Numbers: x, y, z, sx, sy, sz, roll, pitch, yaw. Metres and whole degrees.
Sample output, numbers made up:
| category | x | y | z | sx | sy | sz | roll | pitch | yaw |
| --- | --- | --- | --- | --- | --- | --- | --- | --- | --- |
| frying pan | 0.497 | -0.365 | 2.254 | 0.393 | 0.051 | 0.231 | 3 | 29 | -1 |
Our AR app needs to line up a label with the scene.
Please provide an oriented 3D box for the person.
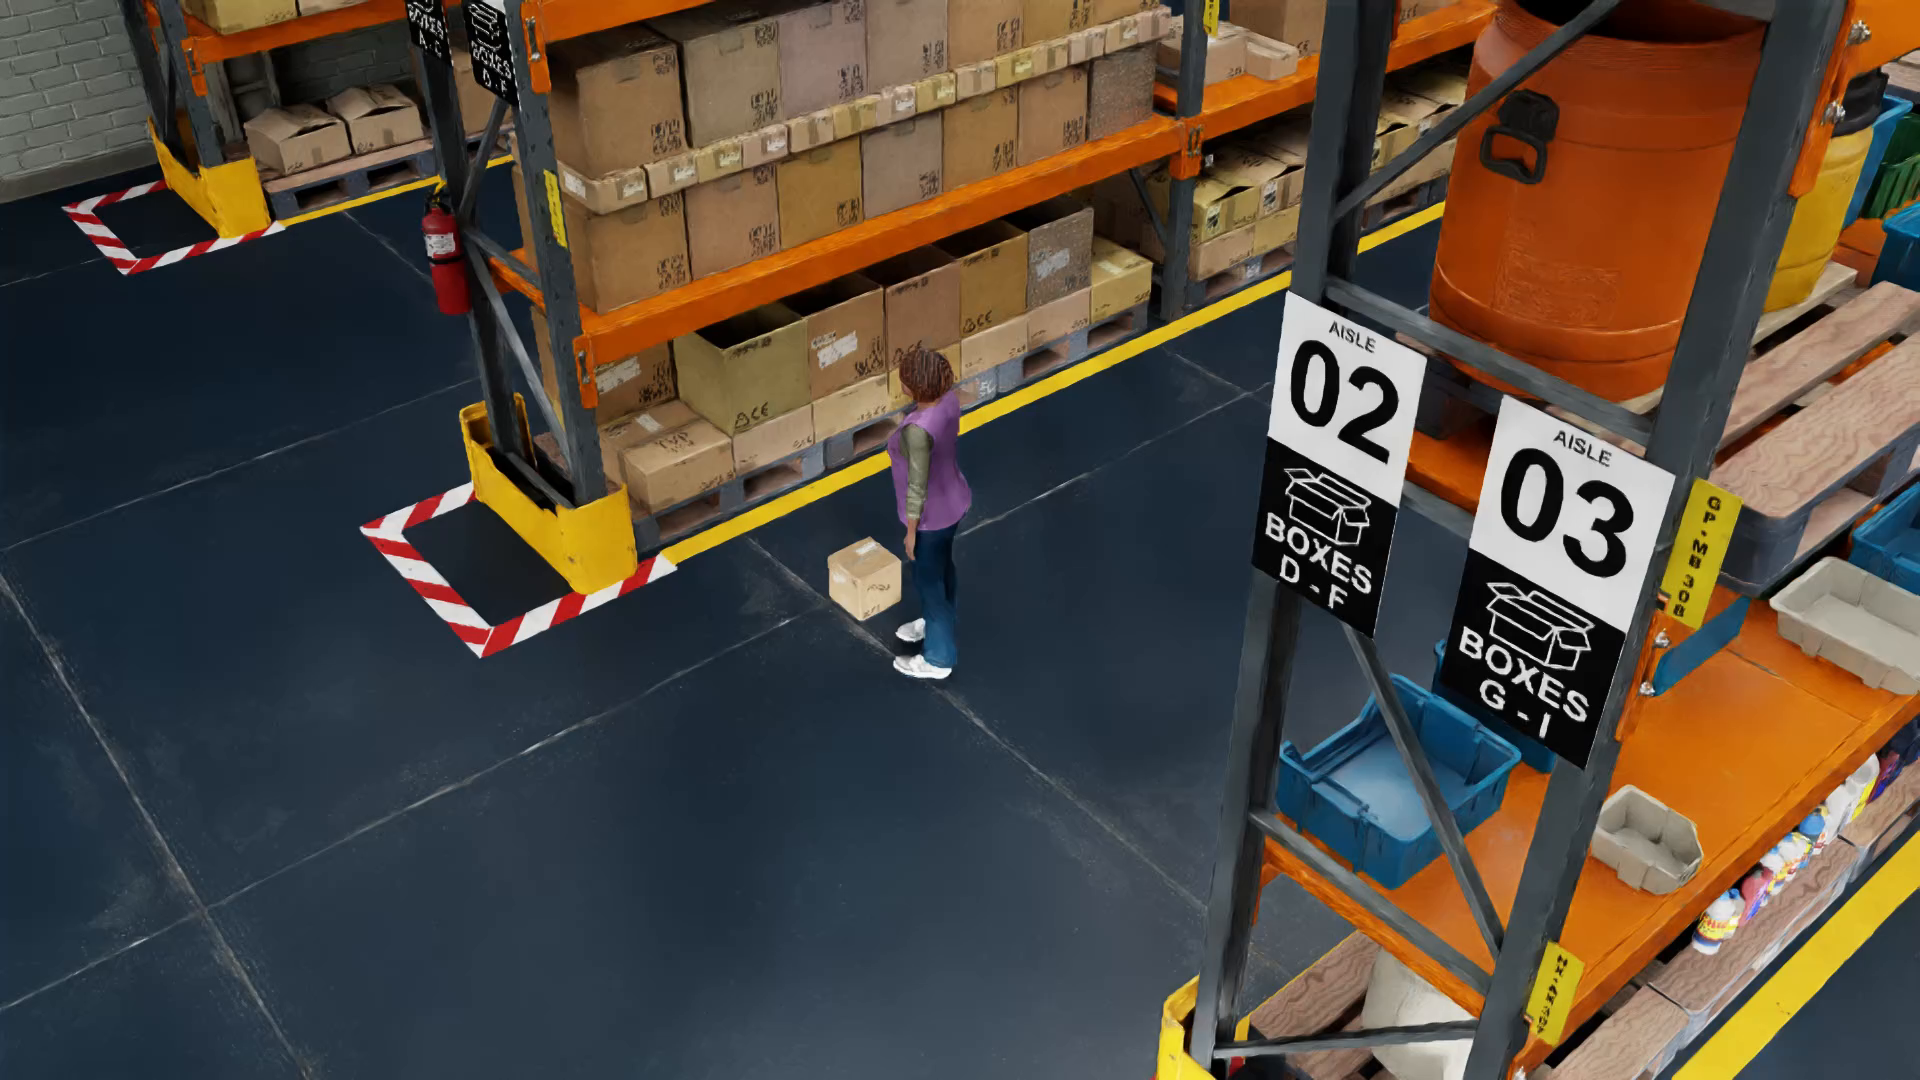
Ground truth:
| category | x | y | z | sx | sy | sz | roll | pitch | yaw |
| --- | --- | --- | --- | --- | --- | --- | --- | --- | --- |
| person | -0.142 | -0.122 | 7.214 | 0.365 | 1.600 | 0.469 | 14 | 39 | 18 |
